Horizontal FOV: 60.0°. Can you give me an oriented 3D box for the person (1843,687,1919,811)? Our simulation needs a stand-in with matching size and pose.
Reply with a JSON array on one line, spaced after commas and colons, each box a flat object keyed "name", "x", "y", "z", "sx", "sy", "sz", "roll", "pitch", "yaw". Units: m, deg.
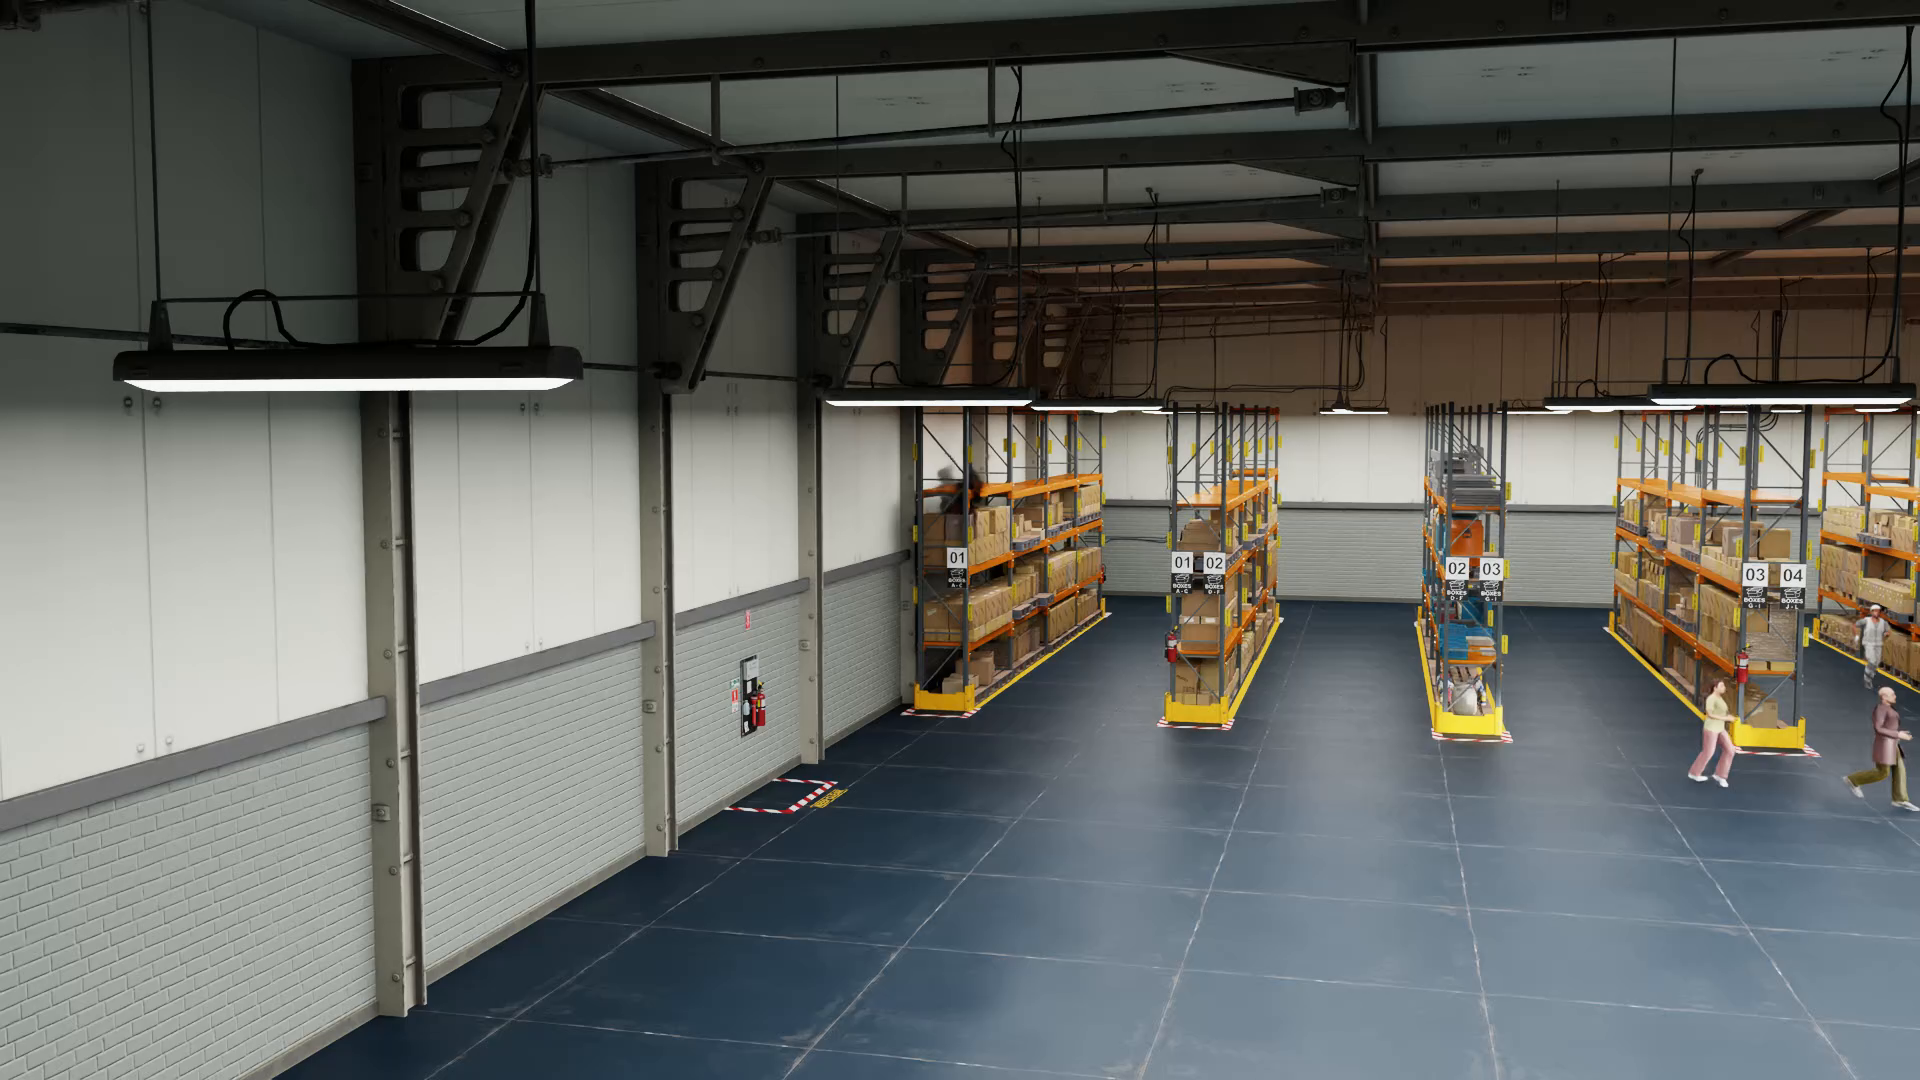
[{"name": "person", "x": 13.547, "y": 3.062, "z": 24.398, "sx": 1.005, "sy": 1.741, "sz": 0.708, "roll": 4, "pitch": 6, "yaw": 41}]

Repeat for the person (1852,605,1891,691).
[{"name": "person", "x": 19.167, "y": 2.253, "z": 34.889, "sx": 0.649, "sy": 1.800, "sz": 0.686, "roll": 0, "pitch": 4, "yaw": 5}]

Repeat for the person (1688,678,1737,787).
[{"name": "person", "x": 11.701, "y": 3.007, "z": 25.794, "sx": 0.597, "sy": 1.722, "sz": 0.700, "roll": -4, "pitch": 6, "yaw": -43}]
